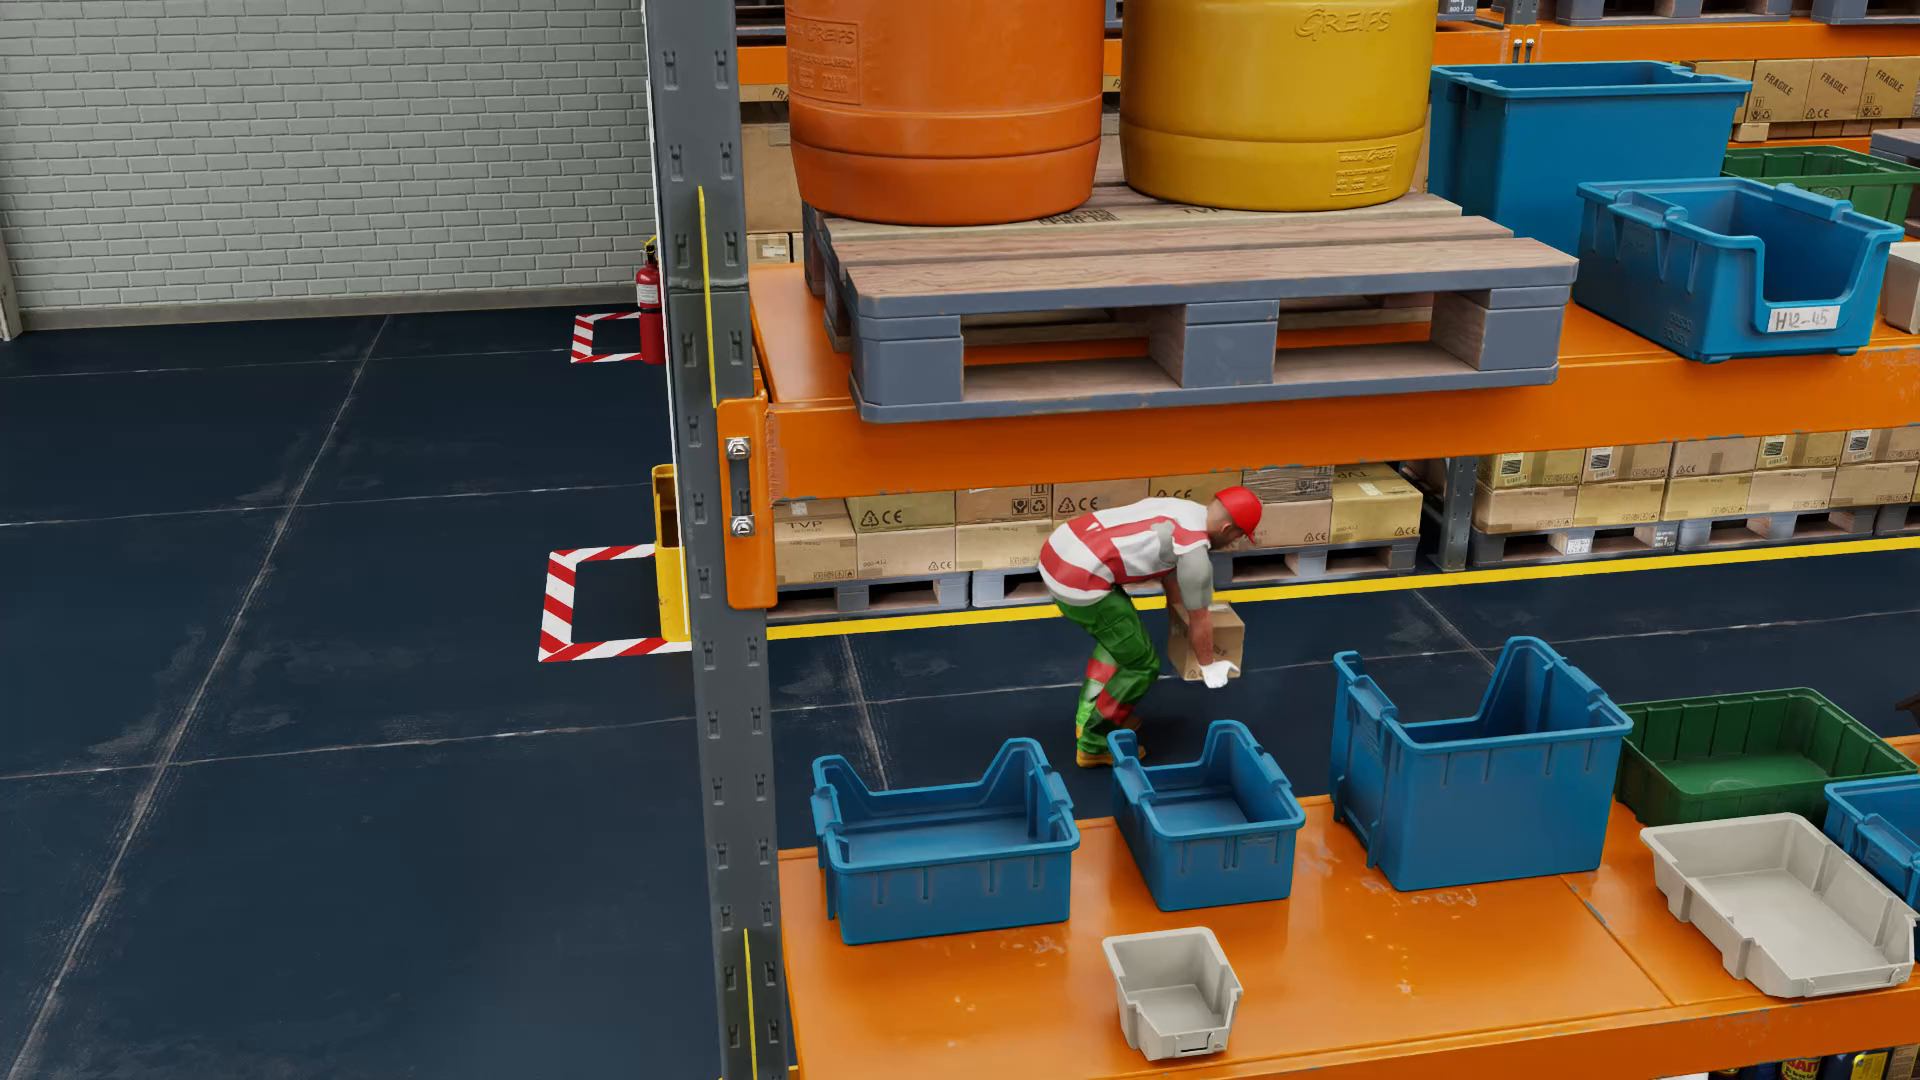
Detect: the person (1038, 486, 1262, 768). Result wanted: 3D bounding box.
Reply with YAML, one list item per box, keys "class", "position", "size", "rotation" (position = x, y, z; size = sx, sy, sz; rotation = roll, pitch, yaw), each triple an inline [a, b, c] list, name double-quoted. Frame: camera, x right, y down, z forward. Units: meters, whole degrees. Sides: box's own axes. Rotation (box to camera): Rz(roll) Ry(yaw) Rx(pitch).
- class: "person"
  position: [0.802, 0.352, 7.042]
  size: [0.947, 1.157, 0.509]
  rotation: [-5, 24, -12]
